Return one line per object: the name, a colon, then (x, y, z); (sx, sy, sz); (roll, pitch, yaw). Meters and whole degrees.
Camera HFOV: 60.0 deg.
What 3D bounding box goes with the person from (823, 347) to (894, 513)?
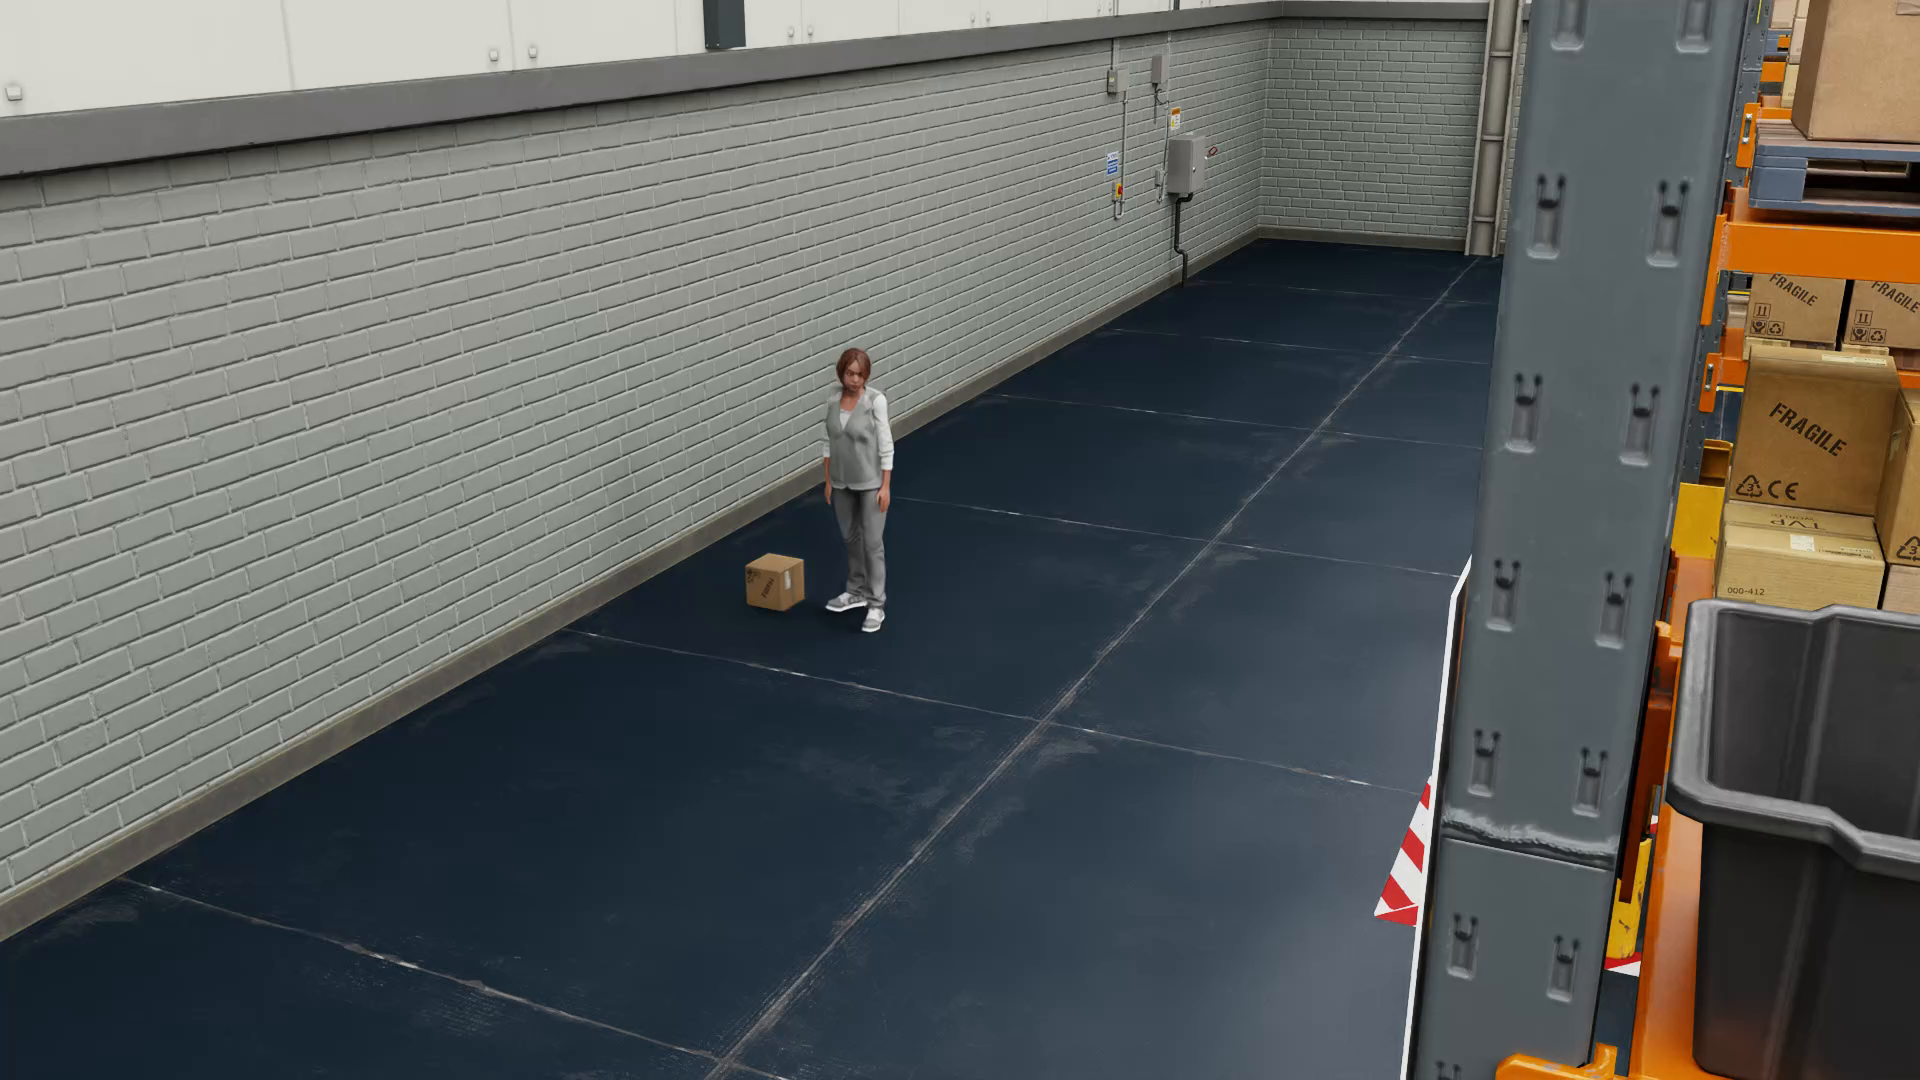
person: (-0.575, -0.622, 9.280); (0.435, 0.925, 0.328); (11, 22, 28)
